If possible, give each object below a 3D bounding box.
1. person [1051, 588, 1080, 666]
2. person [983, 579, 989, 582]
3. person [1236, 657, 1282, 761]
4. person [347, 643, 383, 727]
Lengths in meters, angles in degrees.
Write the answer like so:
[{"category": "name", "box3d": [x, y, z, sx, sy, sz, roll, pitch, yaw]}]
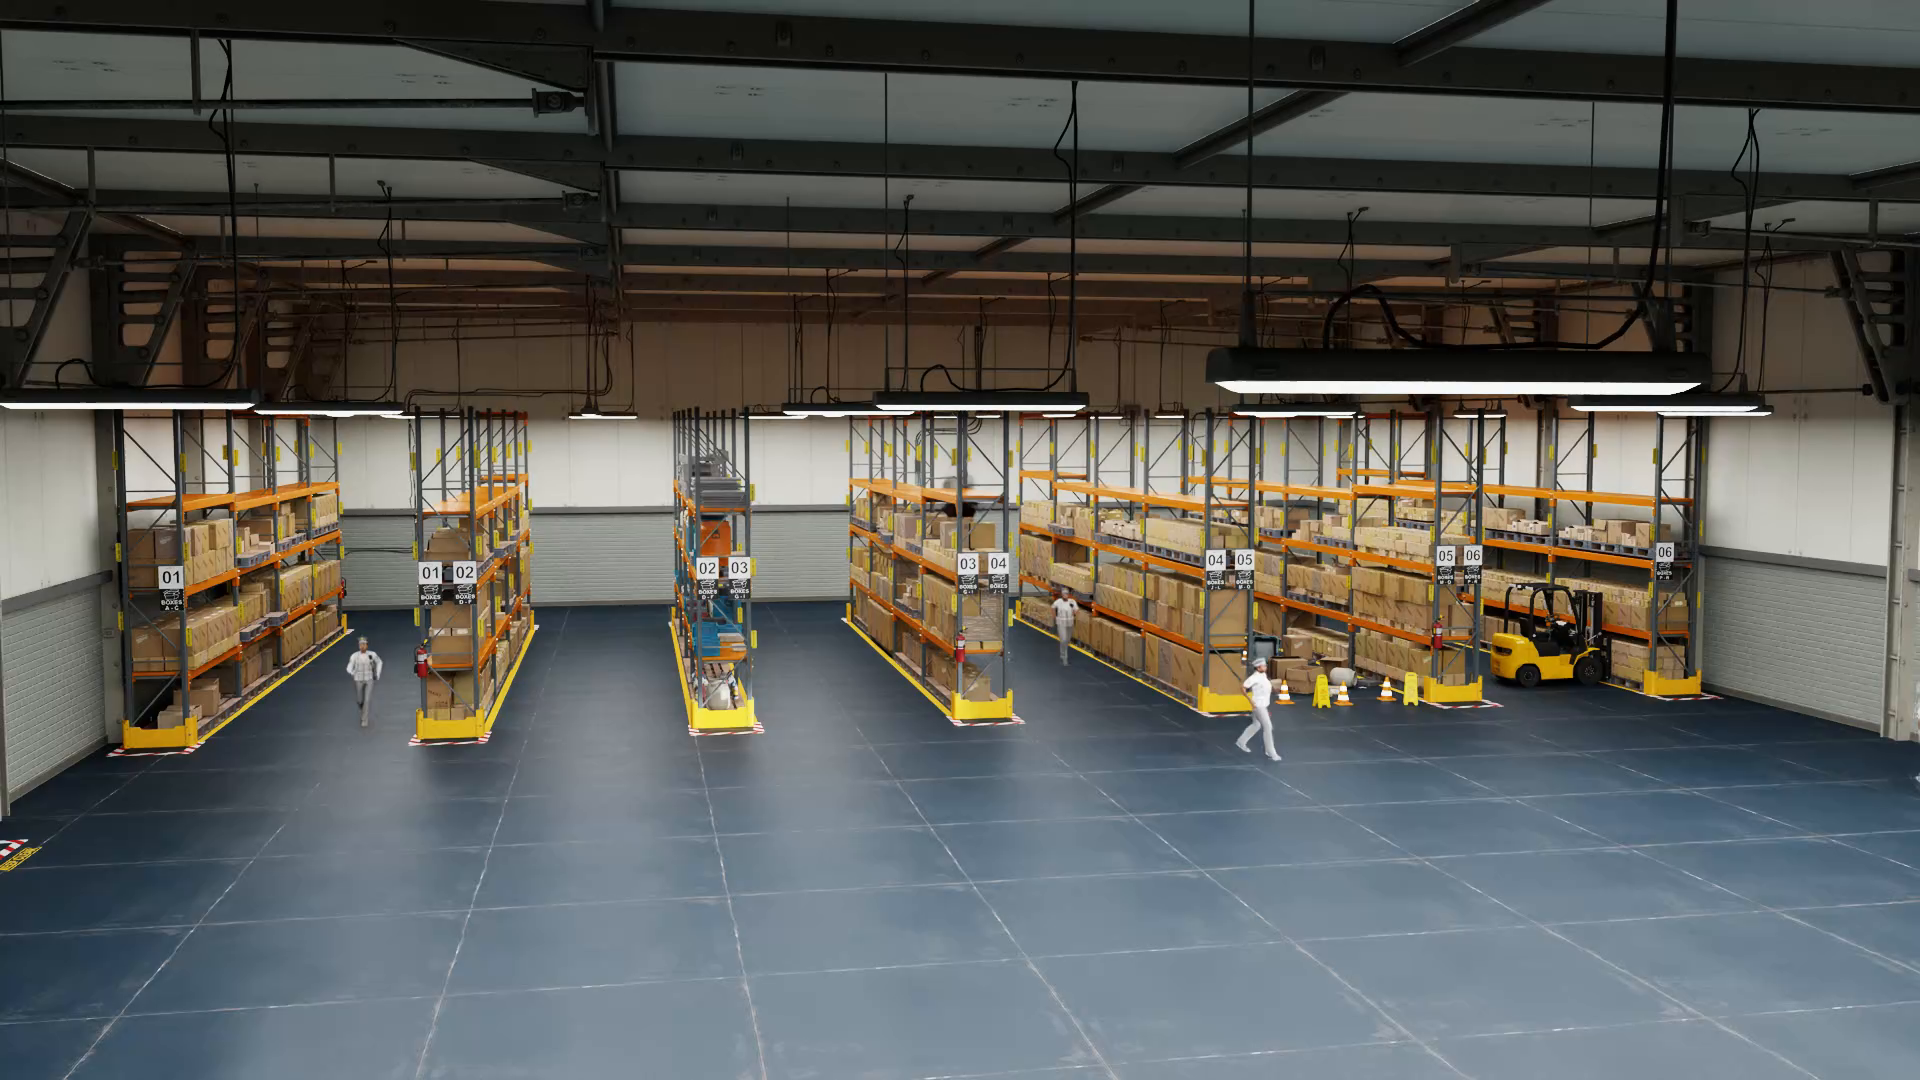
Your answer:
[{"category": "person", "box3d": [2.523, 2.034, 39.486, 0.636, 1.831, 0.865, -1, 4, -12]}, {"category": "person", "box3d": [0.724, 1.535, 47.014, 0.754, 1.674, 0.578, -1, 4, -7]}, {"category": "person", "box3d": [5.089, 2.851, 28.298, 0.866, 1.727, 0.563, 2, 5, 28]}, {"category": "person", "box3d": [-11.233, 2.675, 31.392, 0.630, 1.612, 0.949, -1, 4, -16]}]
